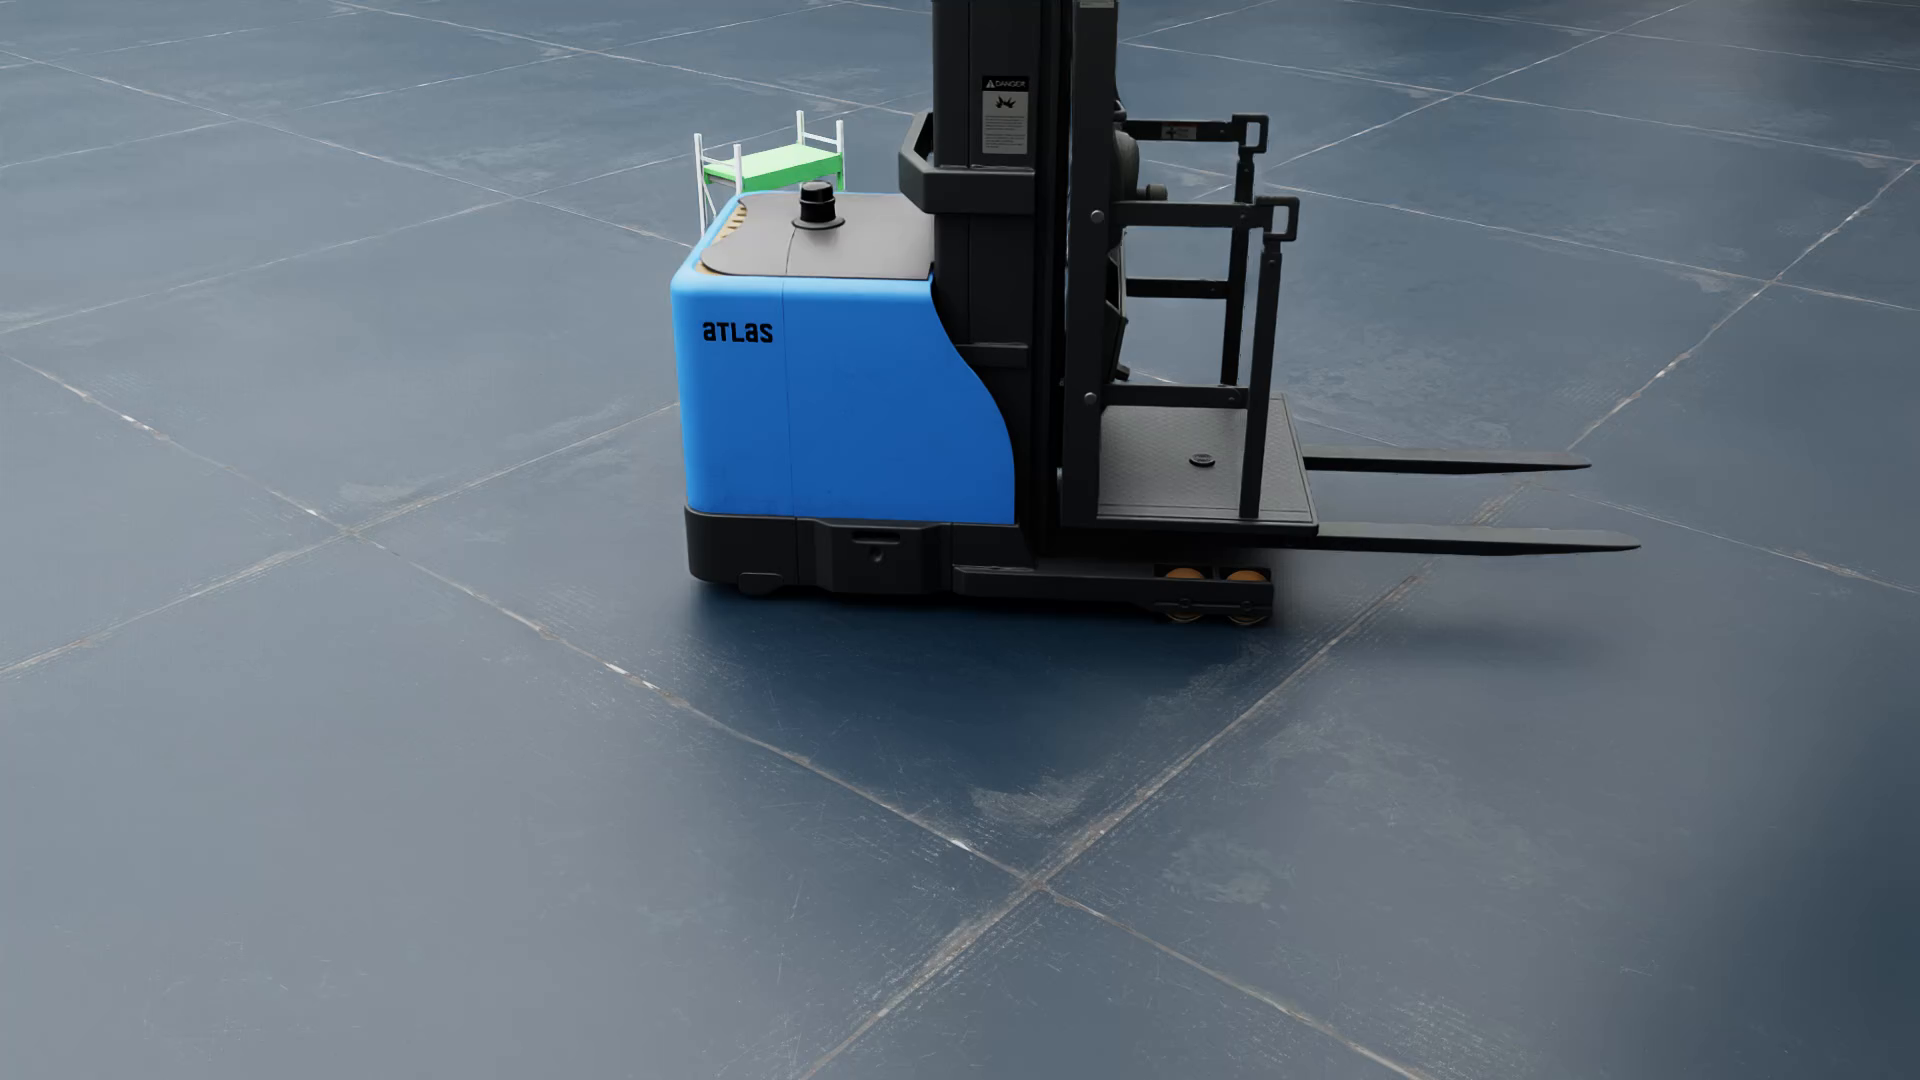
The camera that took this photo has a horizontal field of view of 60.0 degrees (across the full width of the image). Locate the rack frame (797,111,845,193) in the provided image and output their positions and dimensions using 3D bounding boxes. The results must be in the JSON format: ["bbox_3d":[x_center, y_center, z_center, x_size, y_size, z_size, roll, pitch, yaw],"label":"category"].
[{"bbox_3d":[-0.522,-1.044,6.463,0.240,1.200,0.015,23,35,38],"label":"rack frame"}]

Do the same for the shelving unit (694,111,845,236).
[{"bbox_3d":[-0.689,-0.963,6.305,0.258,1.200,0.503,23,35,38],"label":"shelving unit"}]

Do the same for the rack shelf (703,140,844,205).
[{"bbox_3d":[-0.689,-1.332,6.114,0.258,0.148,0.480,23,35,38],"label":"rack shelf"}]

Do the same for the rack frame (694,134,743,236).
[{"bbox_3d":[-0.857,-0.881,6.148,0.240,1.200,0.015,23,35,38],"label":"rack frame"}]

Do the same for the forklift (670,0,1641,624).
[{"bbox_3d":[0.660,-1.291,5.056,3.031,2.935,1.130,2,27,4],"label":"forklift"}]
